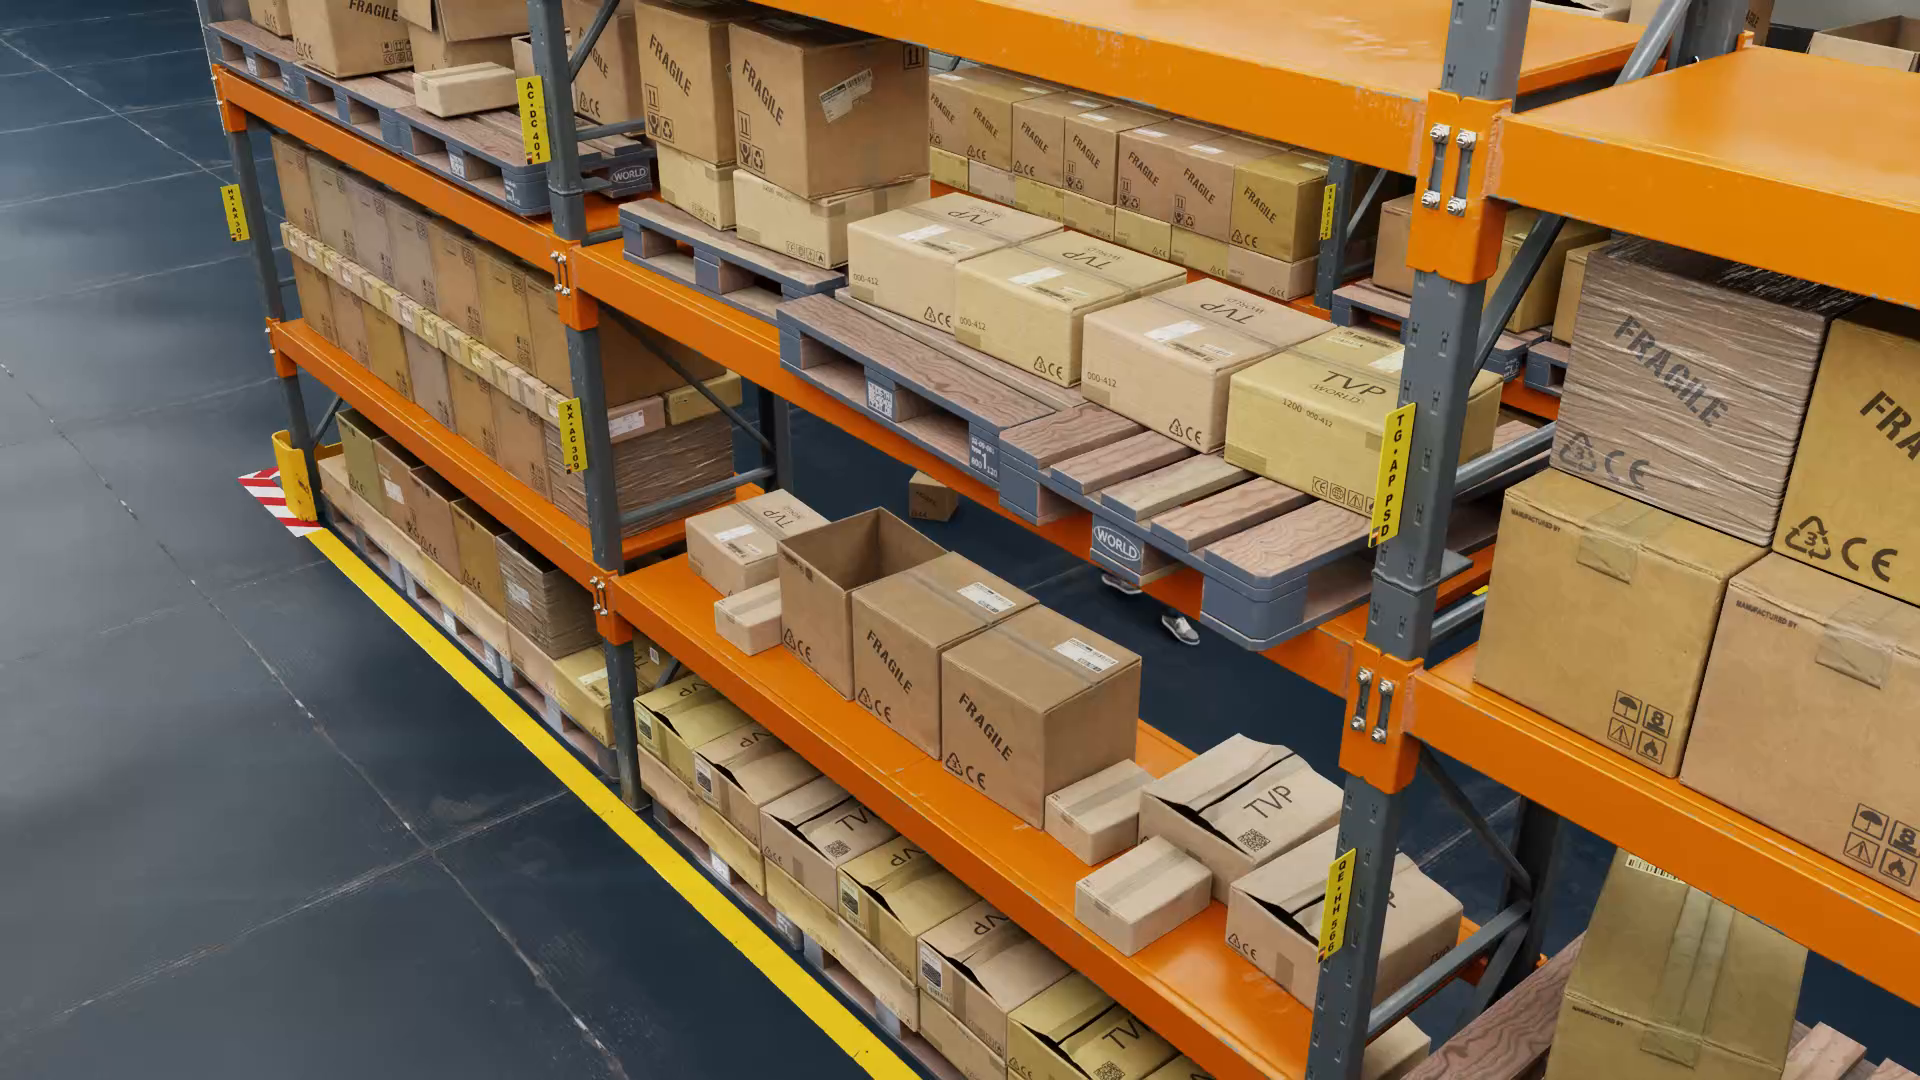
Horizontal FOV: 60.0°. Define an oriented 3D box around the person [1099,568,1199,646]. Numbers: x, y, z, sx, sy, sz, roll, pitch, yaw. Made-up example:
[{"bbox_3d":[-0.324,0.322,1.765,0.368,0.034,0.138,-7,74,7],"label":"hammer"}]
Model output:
[{"bbox_3d":[1.110,-0.292,9.151,0.428,1.584,0.827,-25,37,-37],"label":"person"}]
